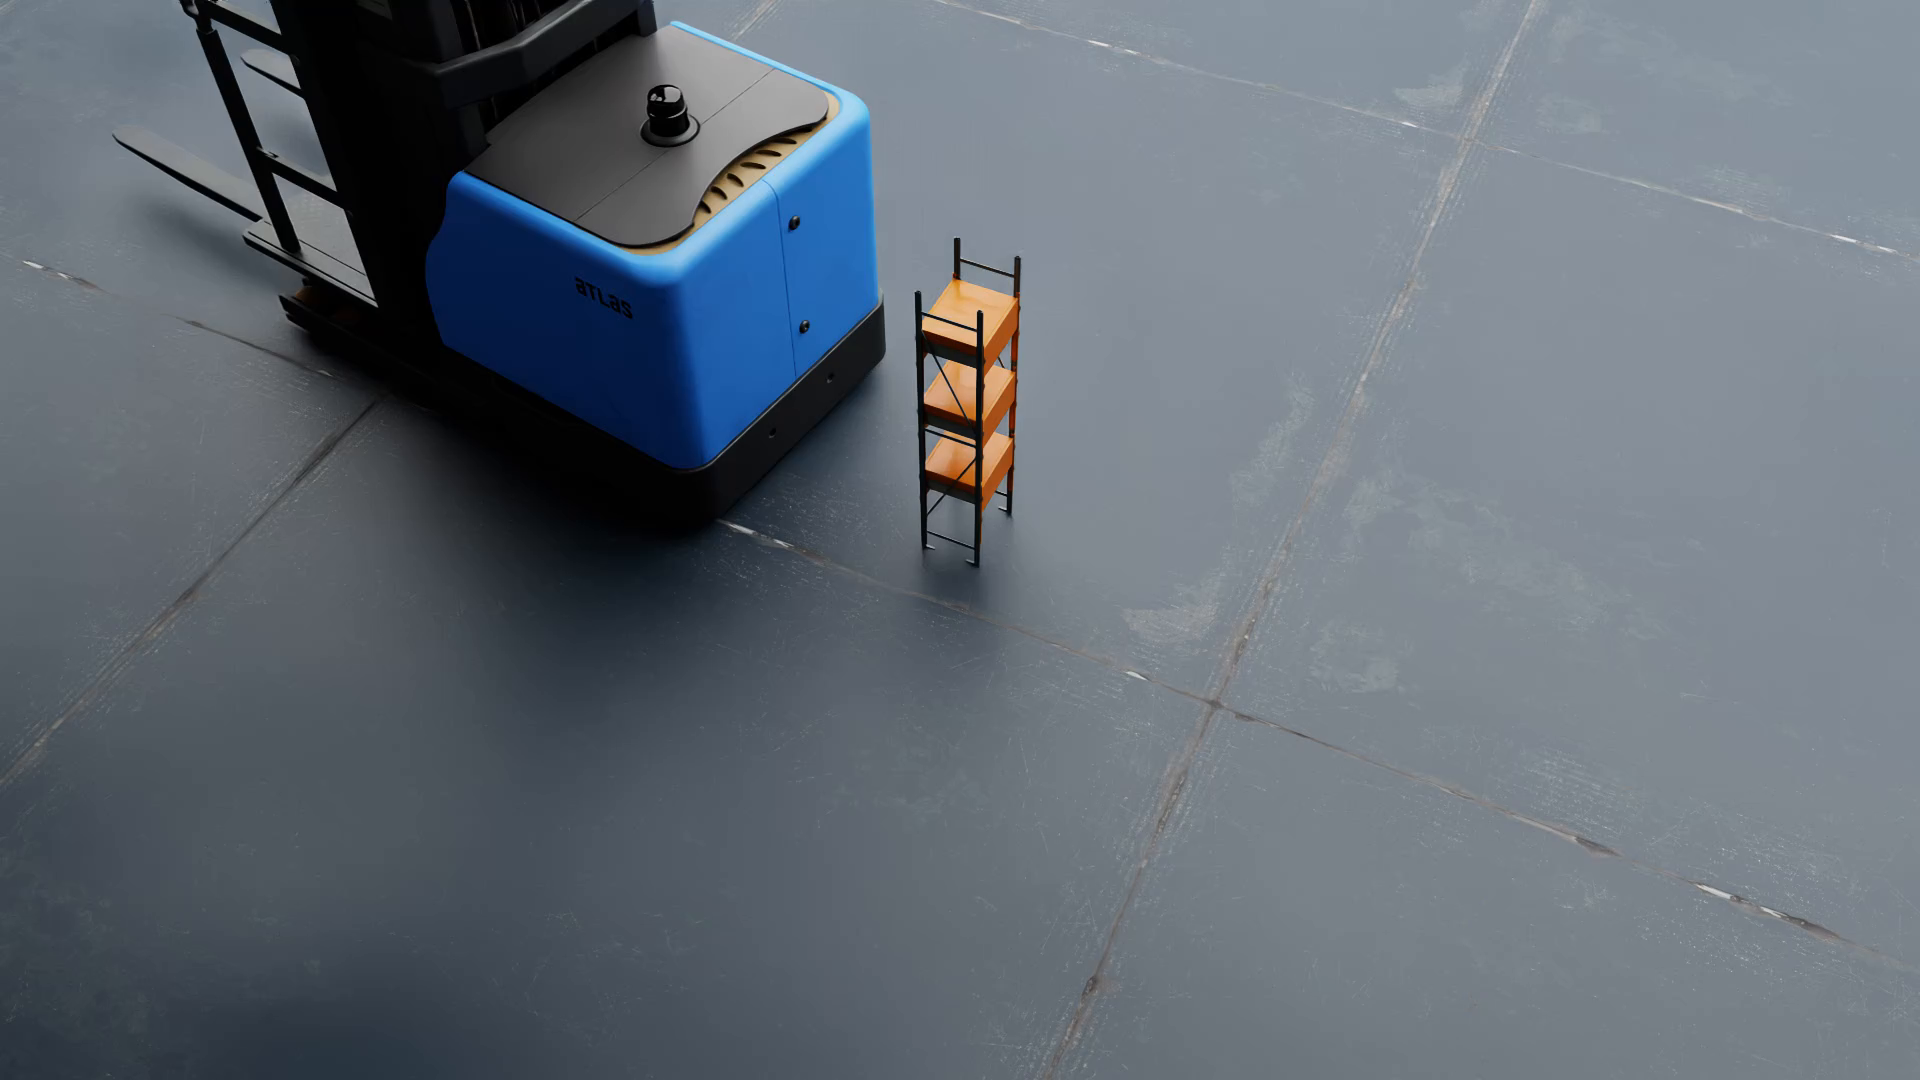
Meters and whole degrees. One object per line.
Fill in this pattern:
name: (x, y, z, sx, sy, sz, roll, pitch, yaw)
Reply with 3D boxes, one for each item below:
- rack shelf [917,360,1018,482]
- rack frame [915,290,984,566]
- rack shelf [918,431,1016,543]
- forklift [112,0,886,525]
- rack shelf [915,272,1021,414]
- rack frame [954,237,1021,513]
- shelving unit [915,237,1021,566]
rack shelf: (0.023, -0.370, 4.890, 0.215, 0.259, 0.240, 20, 52, 16)
rack frame: (-0.029, -0.293, 4.810, 0.200, 1.050, 0.008, 20, 52, 16)
rack shelf: (0.023, -0.190, 5.101, 0.215, 0.259, 0.240, 20, 52, 16)
forklift: (-1.759, -1.899, 4.941, 3.031, 2.935, 1.130, 27, 55, 21)
rack shelf: (0.023, -0.554, 4.673, 0.215, 0.259, 0.240, 20, 52, 16)
rack frame: (0.075, -0.461, 4.953, 0.200, 1.050, 0.008, 20, 52, 16)
shelving unit: (0.023, -0.377, 4.882, 0.215, 1.050, 0.252, 20, 52, 16)
